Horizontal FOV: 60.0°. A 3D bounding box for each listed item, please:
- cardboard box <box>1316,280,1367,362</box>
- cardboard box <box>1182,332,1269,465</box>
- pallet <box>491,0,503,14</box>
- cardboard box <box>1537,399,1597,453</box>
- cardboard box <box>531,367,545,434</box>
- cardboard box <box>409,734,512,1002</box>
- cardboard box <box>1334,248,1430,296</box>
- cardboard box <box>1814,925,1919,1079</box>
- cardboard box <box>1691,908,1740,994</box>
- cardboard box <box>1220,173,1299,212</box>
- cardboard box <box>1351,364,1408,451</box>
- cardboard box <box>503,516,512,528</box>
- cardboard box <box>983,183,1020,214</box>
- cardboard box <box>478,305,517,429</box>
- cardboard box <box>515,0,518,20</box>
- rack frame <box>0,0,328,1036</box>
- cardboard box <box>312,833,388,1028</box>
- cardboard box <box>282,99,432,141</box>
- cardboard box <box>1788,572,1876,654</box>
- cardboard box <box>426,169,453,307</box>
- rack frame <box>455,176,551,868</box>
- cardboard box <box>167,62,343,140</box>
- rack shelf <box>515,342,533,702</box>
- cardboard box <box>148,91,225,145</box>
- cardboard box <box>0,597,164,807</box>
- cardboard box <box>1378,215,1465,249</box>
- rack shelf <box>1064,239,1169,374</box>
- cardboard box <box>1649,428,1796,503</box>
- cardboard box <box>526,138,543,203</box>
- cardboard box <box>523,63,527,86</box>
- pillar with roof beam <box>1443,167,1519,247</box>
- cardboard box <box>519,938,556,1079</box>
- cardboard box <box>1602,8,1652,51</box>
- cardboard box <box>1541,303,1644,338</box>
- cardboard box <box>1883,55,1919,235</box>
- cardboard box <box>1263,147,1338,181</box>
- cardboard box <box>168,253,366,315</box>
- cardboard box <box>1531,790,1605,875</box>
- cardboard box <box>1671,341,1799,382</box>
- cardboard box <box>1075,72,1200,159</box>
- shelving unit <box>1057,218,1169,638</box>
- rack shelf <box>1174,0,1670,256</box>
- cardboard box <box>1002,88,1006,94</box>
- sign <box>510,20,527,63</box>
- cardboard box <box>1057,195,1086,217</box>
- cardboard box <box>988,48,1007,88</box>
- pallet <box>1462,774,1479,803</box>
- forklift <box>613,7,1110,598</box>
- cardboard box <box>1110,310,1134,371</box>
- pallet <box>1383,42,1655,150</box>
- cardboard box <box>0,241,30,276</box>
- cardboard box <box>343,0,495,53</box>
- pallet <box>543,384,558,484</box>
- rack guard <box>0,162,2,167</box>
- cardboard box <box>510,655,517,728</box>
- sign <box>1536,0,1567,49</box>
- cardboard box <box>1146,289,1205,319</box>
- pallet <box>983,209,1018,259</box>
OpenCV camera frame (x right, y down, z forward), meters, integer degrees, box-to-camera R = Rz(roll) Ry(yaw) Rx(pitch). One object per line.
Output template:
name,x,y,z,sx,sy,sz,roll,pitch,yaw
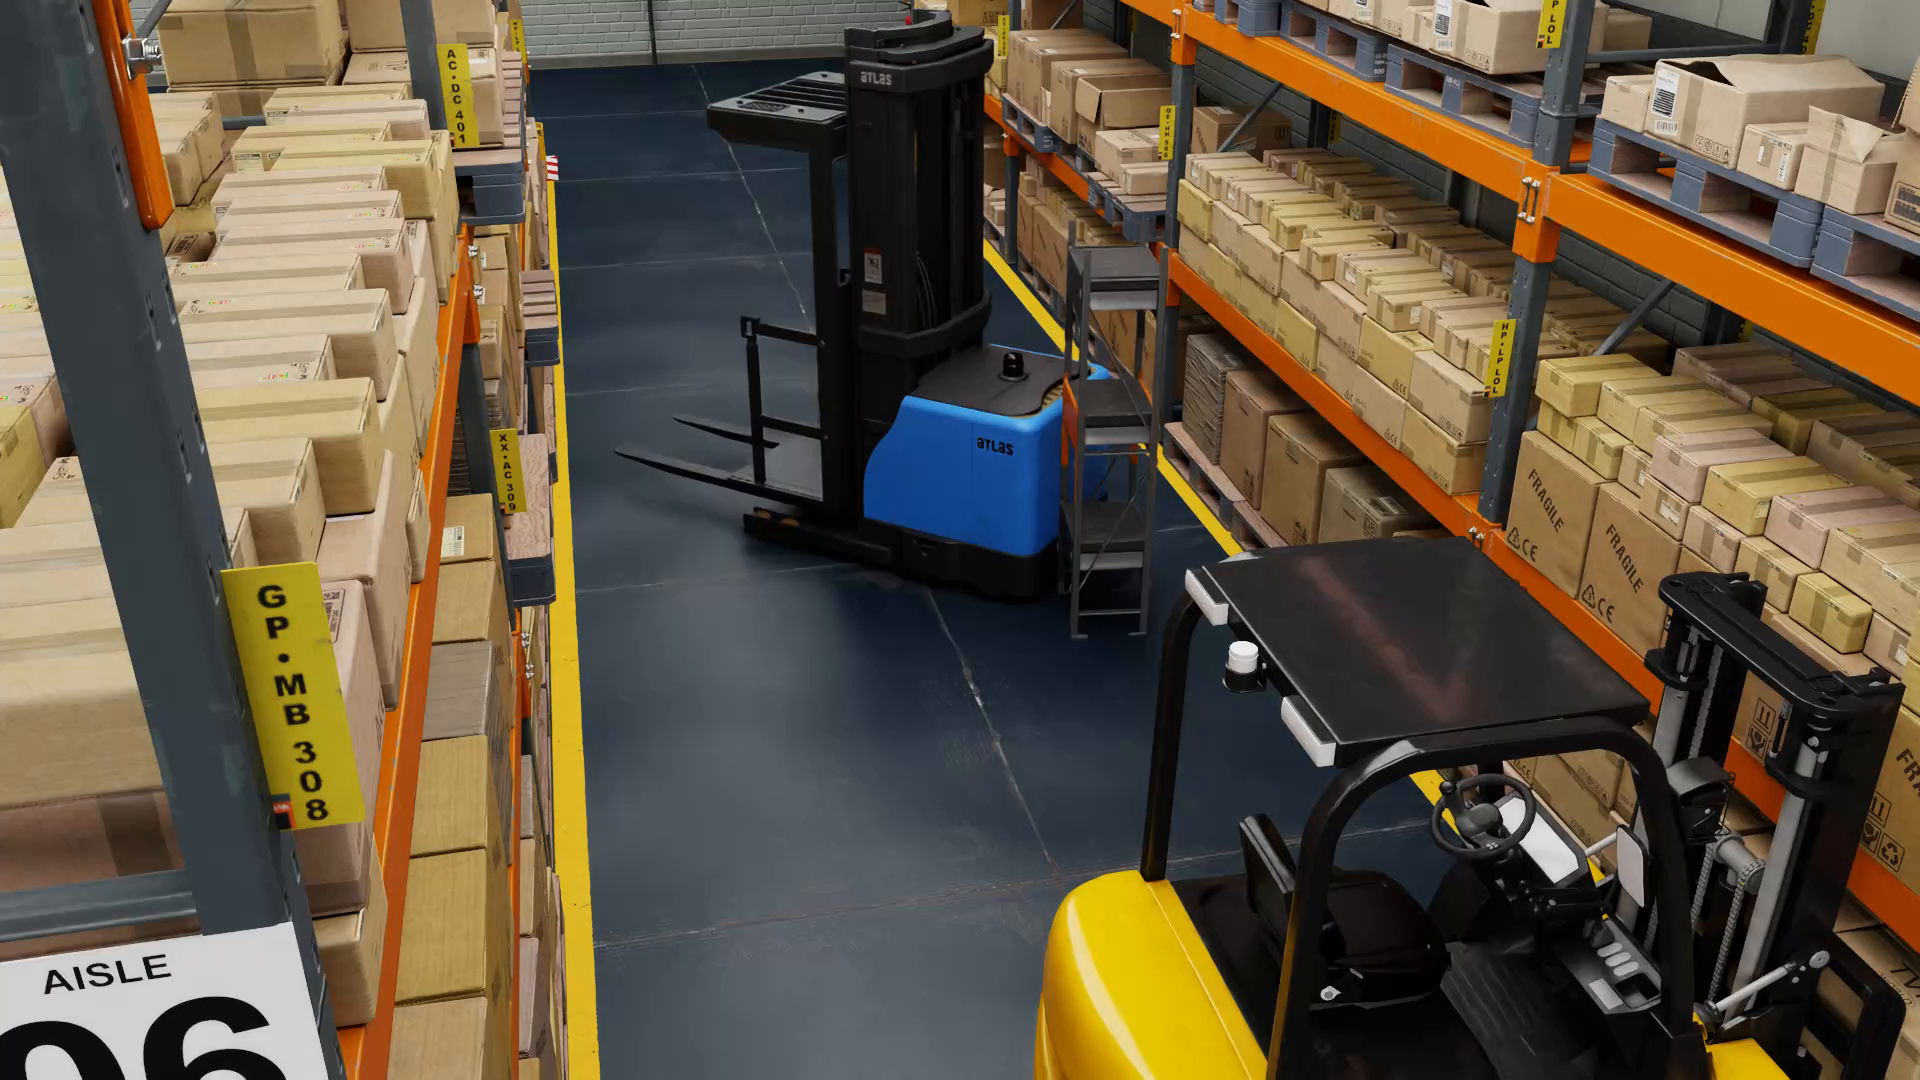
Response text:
cardboard box,2.099,-1.100,8.213,0.500,0.250,0.500,-5,27,-11
cardboard box,1.917,-0.913,10.398,0.875,0.625,0.625,-5,27,-10
pallet,-3.242,-3.087,9.417,1.213,0.211,1.003,-5,27,-9
cardboard box,2.507,-0.472,6.525,0.380,0.149,0.250,-6,27,-12
cardboard box,-3.120,-1.105,10.503,0.875,0.875,0.875,-6,27,-12
cardboard box,-1.437,0.871,4.255,0.500,0.500,0.500,-7,28,-13
cardboard box,2.082,-1.324,8.213,0.380,0.149,0.250,-6,27,-11
cardboard box,2.941,1.431,5.062,0.500,0.250,0.500,-6,27,-11
cardboard box,2.830,1.421,5.637,0.500,0.250,0.500,-6,27,-12
cardboard box,1.719,-1.998,9.548,0.380,0.149,0.250,-5,27,-10
cardboard box,2.204,-0.652,7.880,0.500,0.250,0.500,-6,27,-12
cardboard box,-1.960,-0.149,6.529,0.380,0.149,0.250,-6,27,-11
cardboard box,0.397,-3.155,15.240,0.396,0.266,0.258,-5,27,-10
cardboard box,-2.083,-0.618,6.739,0.500,0.500,0.500,-6,27,-11
cardboard box,-4.141,-4.705,14.523,0.500,0.500,0.500,-6,27,-12
rack frame,-1.242,-0.721,1.191,1.000,3.000,0.127,-6,27,-12
cardboard box,-1.001,0.552,2.278,0.380,0.149,0.250,-6,27,-12
cardboard box,-1.726,-1.158,4.781,0.380,0.149,0.250,-7,28,-13
cardboard box,2.836,0.209,5.176,0.380,0.149,0.250,-7,28,-13
cardboard box,-1.667,-0.815,4.544,0.500,0.250,0.500,-6,27,-12
rack frame,-2.144,0.201,6.022,1.000,3.000,0.127,-6,27,-12
cardboard box,-2.416,-1.500,5.764,0.500,0.250,0.500,-6,28,-13
rack shelf,-2.594,-0.356,7.924,1.077,0.370,4.000,-6,27,-12
cardboard box,-2.391,-1.210,4.884,0.380,0.149,0.250,-6,27,-13
cardboard box,-1.124,0.198,2.094,0.380,0.149,0.250,-6,27,-12
cardboard box,2.425,-1.600,8.761,0.380,0.149,0.250,-5,27,-10
rack shelf,0.760,-1.154,8.183,0.431,0.518,0.480,-2,27,-4
cardboard box,2.645,-0.261,5.778,0.380,0.149,0.250,-5,27,-10
cardboard box,-4.387,-3.430,15.594,0.875,0.438,0.875,-5,27,-10
cardboard box,-4.128,-4.254,14.739,0.500,0.500,0.500,-5,27,-10
pillar with roof beam,-1.232,-3.821,7.333,9.100,9.000,0.400,-6,27,-12
cardboard box,-1.516,1.586,5.032,0.500,0.500,0.500,-5,27,-9
cardboard box,2.692,-2.156,7.065,0.380,0.149,0.250,-6,27,-12
cardboard box,2.812,-0.938,7.448,0.380,0.149,0.250,-7,28,-13
cardboard box,3.028,-1.056,4.492,0.797,0.503,0.637,-5,27,-10
cardboard box,2.061,-2.272,10.092,0.380,0.149,0.250,-5,27,-10
cardboard box,-1.436,-0.474,3.424,0.380,0.149,0.250,-5,27,-11
cardboard box,2.607,1.203,6.623,0.500,0.250,0.500,-7,28,-13
cardboard box,3.058,-0.662,6.572,0.380,0.149,0.250,-6,27,-11
cardboard box,1.242,-2.992,11.768,0.797,0.503,0.637,-7,28,-13
shelving unit,0.760,-0.541,8.492,0.431,2.100,0.503,-2,27,-4
rack shelf,2.241,-2.200,8.250,1.077,0.370,4.000,-6,27,-12
cardboard box,0.571,-3.819,14.265,0.380,0.149,0.250,-6,27,-11
sign,-3.420,-3.852,12.855,0.100,0.325,0.005,-6,27,-12
cardboard box,0.992,-2.649,13.257,0.380,0.149,0.250,-6,27,-12
cardboard box,0.536,-4.081,14.343,0.500,0.250,0.500,-5,27,-10
pallet,2.830,1.294,6.952,1.003,0.211,1.213,-6,27,-12
forklift,-0.683,-1.462,9.395,3.031,2.935,1.130,14,30,26
cardboard box,1.383,-1.517,11.734,0.500,0.500,0.500,-6,27,-12
pallet,2.480,-1.944,7.156,0.805,0.209,1.217,-7,28,-14
cardboard box,-1.960,-0.536,3.548,0.380,0.149,0.250,-5,27,-11
cardboard box,-2.007,-1.997,6.193,0.500,0.250,0.500,-7,28,-13
pallet,-3.149,-0.664,10.831,1.003,0.211,1.213,-6,27,-12
rack guard,-9.631,-3.370,15.873,1.175,0.500,0.348,-6,27,-12
cardboard box,-1.711,0.532,5.645,0.380,0.149,0.250,-5,27,-10
sign,2.165,-1.955,6.043,0.100,0.325,0.005,-6,27,-12
cardboard box,1.432,-1.613,11.204,0.380,0.149,0.250,-7,28,-14
pallet,0.735,-2.873,15.208,1.003,0.211,1.213,-6,27,-12
